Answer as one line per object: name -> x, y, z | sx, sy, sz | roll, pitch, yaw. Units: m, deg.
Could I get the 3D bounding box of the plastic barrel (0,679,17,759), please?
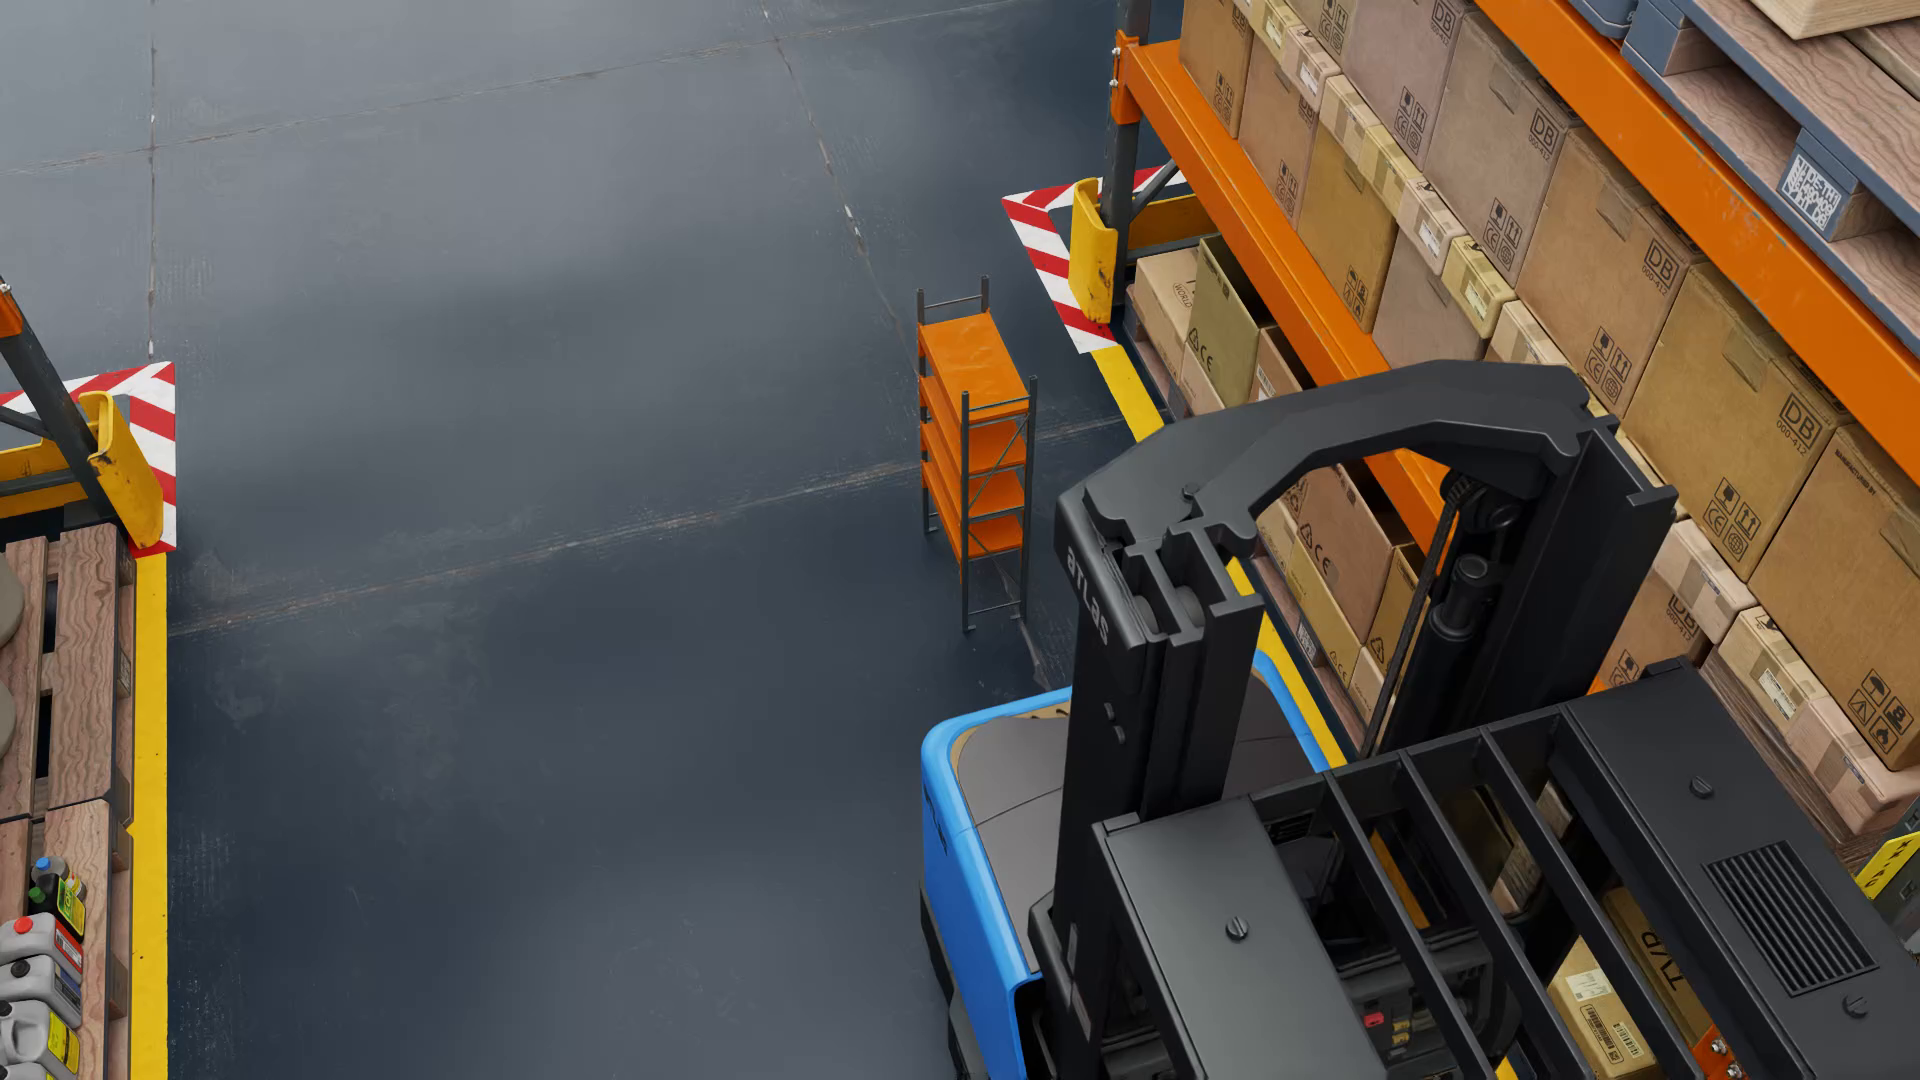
plastic barrel -> -3.250, 0.508, 5.212 | 0.421, 0.512, 0.421 | 0, 50, 0

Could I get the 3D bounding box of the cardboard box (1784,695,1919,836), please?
cardboard box -> 1.965, 0.425, 3.440 | 0.380, 0.149, 0.250 | -13, 51, -11

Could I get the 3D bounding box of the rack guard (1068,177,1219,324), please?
rack guard -> 1.060, -1.317, 7.033 | 1.175, 0.500, 0.348 | -13, 51, -11

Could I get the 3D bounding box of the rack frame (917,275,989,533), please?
rack frame -> -0.023, -0.444, 5.840 | 0.240, 1.200, 0.015 | -13, 51, -11

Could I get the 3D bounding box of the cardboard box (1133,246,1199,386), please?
cardboard box -> 1.013, -0.912, 6.581 | 0.500, 0.250, 0.500 | -13, 51, -11

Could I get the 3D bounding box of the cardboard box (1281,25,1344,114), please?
cardboard box -> 1.203, -1.452, 5.022 | 0.380, 0.149, 0.250 | -14, 51, -12

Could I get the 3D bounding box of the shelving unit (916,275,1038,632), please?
shelving unit -> 0.049, -0.266, 5.689 | 0.258, 1.200, 0.503 | -13, 51, -11

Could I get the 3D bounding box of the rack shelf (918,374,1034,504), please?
rack shelf -> 0.049, -0.367, 5.570 | 0.258, 0.148, 0.480 | -13, 51, -11

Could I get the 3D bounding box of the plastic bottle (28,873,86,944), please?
plastic bottle -> -2.652, 1.069, 4.875 | 0.061, 0.283, 0.133 | -12, 51, -10

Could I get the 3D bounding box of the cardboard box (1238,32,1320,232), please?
cardboard box -> 1.353, -1.411, 5.412 | 0.700, 0.500, 0.500 | -12, 51, -10

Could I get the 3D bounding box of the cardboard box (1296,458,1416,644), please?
cardboard box -> 1.454, -0.058, 5.370 | 0.500, 0.500, 0.500 | -13, 51, -11

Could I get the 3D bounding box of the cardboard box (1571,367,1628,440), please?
cardboard box -> 1.666, -0.319, 4.067 | 0.380, 0.149, 0.250 | -14, 51, -11

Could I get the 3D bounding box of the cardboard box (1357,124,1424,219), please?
cardboard box -> 1.360, -1.071, 4.701 | 0.380, 0.149, 0.250 | -14, 51, -11

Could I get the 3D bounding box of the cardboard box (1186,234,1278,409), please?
cardboard box -> 1.163, -0.789, 5.987 | 0.500, 0.500, 0.500 | -13, 51, -11

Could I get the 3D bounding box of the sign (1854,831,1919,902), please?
sign -> 1.720, 0.638, 3.132 | 0.100, 0.325, 0.005 | -13, 51, -11

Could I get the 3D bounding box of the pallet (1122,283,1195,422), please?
pallet -> 1.333, -0.657, 6.666 | 1.003, 0.211, 1.213 | -13, 51, -11

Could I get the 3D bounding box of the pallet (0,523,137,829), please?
pallet -> -3.363, 0.550, 5.648 | 1.003, 0.211, 1.213 | -13, 51, -11

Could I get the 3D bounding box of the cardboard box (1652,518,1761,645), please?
cardboard box -> 1.814, 0.053, 3.754 | 0.380, 0.149, 0.250 | -15, 51, -12

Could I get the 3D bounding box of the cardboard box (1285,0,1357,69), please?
cardboard box -> 1.369, -1.790, 4.883 | 0.700, 0.500, 0.500 | -15, 51, -12

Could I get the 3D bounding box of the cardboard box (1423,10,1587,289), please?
cardboard box -> 1.667, -1.056, 4.265 | 0.700, 0.500, 0.500 | -13, 51, -11

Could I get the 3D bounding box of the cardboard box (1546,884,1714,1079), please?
cardboard box -> 1.904, 1.278, 4.734 | 0.500, 0.250, 0.500 | -13, 51, -11

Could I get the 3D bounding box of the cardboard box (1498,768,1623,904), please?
cardboard box -> 1.767, 0.669, 4.758 | 0.500, 0.500, 0.500 | -13, 51, -11

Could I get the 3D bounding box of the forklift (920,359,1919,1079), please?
forklift -> 0.815, 1.206, 3.317 | 1.130, 2.935, 3.031 | -14, 51, -11

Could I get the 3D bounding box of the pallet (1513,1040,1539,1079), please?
pallet -> 2.055, 1.125, 5.164 | 1.003, 0.211, 1.213 | -13, 51, -11

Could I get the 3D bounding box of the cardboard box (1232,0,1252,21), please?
cardboard box -> 1.058, -1.819, 5.332 | 0.380, 0.149, 0.250 | -15, 51, -12

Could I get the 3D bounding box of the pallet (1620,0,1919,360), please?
pallet -> 1.973, -0.739, 3.007 | 1.003, 0.211, 1.213 | -13, 51, -11

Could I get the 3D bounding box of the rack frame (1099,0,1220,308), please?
rack frame -> 1.067, -2.105, 6.063 | 1.000, 3.000, 0.127 | -13, 51, -11

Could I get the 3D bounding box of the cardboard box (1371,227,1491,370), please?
cardboard box -> 1.653, -0.663, 4.782 | 0.700, 0.500, 0.500 | -12, 51, -10

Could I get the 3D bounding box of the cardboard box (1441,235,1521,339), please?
cardboard box -> 1.509, -0.696, 4.385 | 0.380, 0.149, 0.250 | -12, 51, -10

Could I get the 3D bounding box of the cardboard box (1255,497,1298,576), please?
cardboard box -> 1.312, -0.183, 5.966 | 0.500, 0.250, 0.500 | -13, 51, -11

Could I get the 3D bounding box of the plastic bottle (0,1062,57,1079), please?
plastic bottle -> -2.507, 1.514, 4.457 | 0.144, 0.351, 0.185 | -14, 51, -11

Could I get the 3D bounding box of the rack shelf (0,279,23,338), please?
rack shelf -> -3.074, 0.705, 4.164 | 1.077, 0.370, 4.000 | -13, 51, -11

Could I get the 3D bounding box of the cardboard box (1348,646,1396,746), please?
cardboard box -> 1.604, 0.549, 5.349 | 0.500, 0.250, 0.500 | -13, 51, -11

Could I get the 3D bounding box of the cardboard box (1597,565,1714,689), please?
cardboard box -> 1.951, 0.078, 4.157 | 0.700, 0.500, 0.500 | -14, 51, -11

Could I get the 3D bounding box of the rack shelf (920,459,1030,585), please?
rack shelf -> 0.049, -0.094, 5.893 | 0.258, 0.148, 0.480 | -13, 51, -11

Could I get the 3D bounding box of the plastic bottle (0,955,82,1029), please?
plastic bottle -> -2.615, 1.282, 4.701 | 0.152, 0.276, 0.135 | -15, 51, -12

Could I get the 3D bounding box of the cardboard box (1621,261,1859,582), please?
cardboard box -> 1.962, -0.325, 3.649 | 0.700, 0.500, 0.500 | -13, 51, -11
